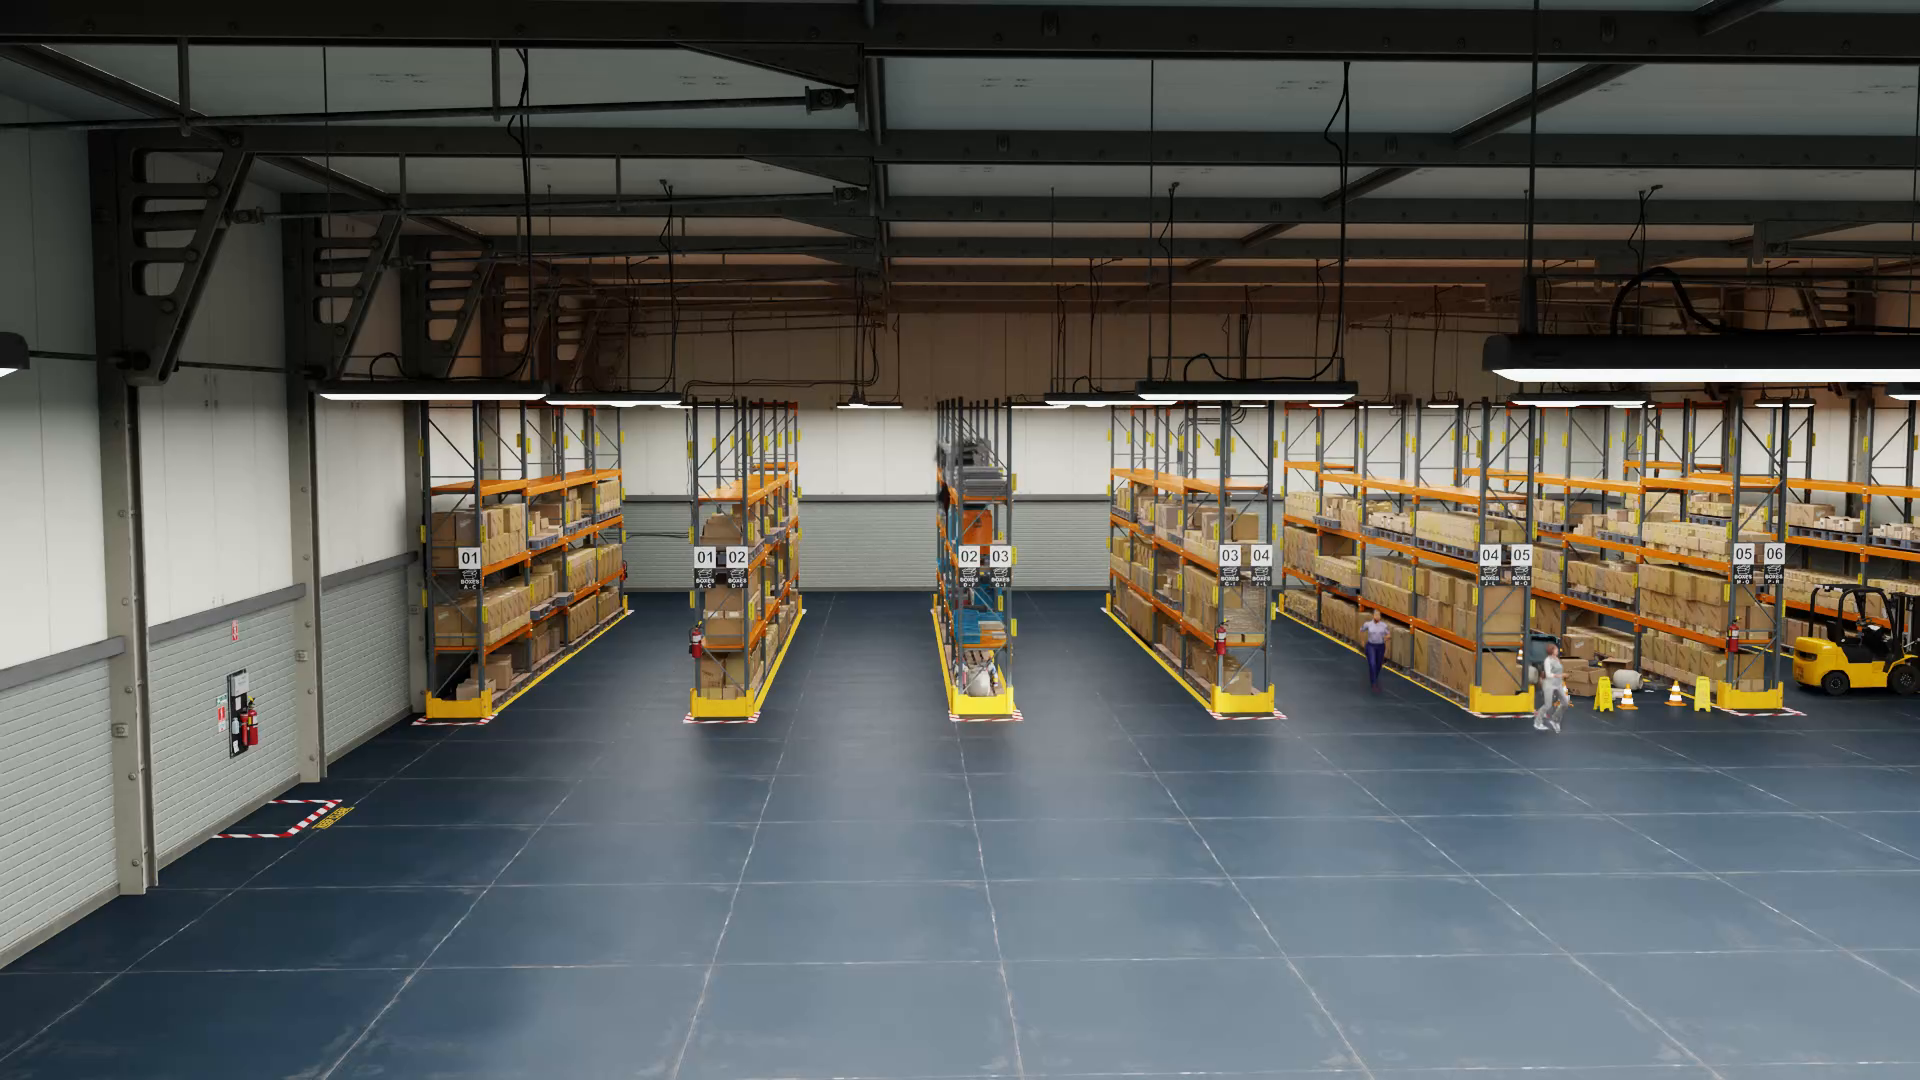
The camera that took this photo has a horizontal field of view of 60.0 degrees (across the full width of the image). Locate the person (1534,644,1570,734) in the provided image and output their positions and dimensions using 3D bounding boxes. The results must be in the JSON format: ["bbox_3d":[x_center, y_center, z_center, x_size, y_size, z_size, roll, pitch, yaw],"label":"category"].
[{"bbox_3d":[10.548,2.640,29.568,0.508,1.611,0.672,-3,5,-36],"label":"person"}]

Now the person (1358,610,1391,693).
[{"bbox_3d":[8.519,2.258,34.095,0.610,1.645,0.896,0,4,-3],"label":"person"}]

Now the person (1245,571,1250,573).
[{"bbox_3d":[8.061,1.132,48.076,0.768,1.741,0.876,4,6,40],"label":"person"}]

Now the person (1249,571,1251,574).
[{"bbox_3d":[8.452,1.132,48.287,0.715,1.728,0.656,4,6,42],"label":"person"}]
